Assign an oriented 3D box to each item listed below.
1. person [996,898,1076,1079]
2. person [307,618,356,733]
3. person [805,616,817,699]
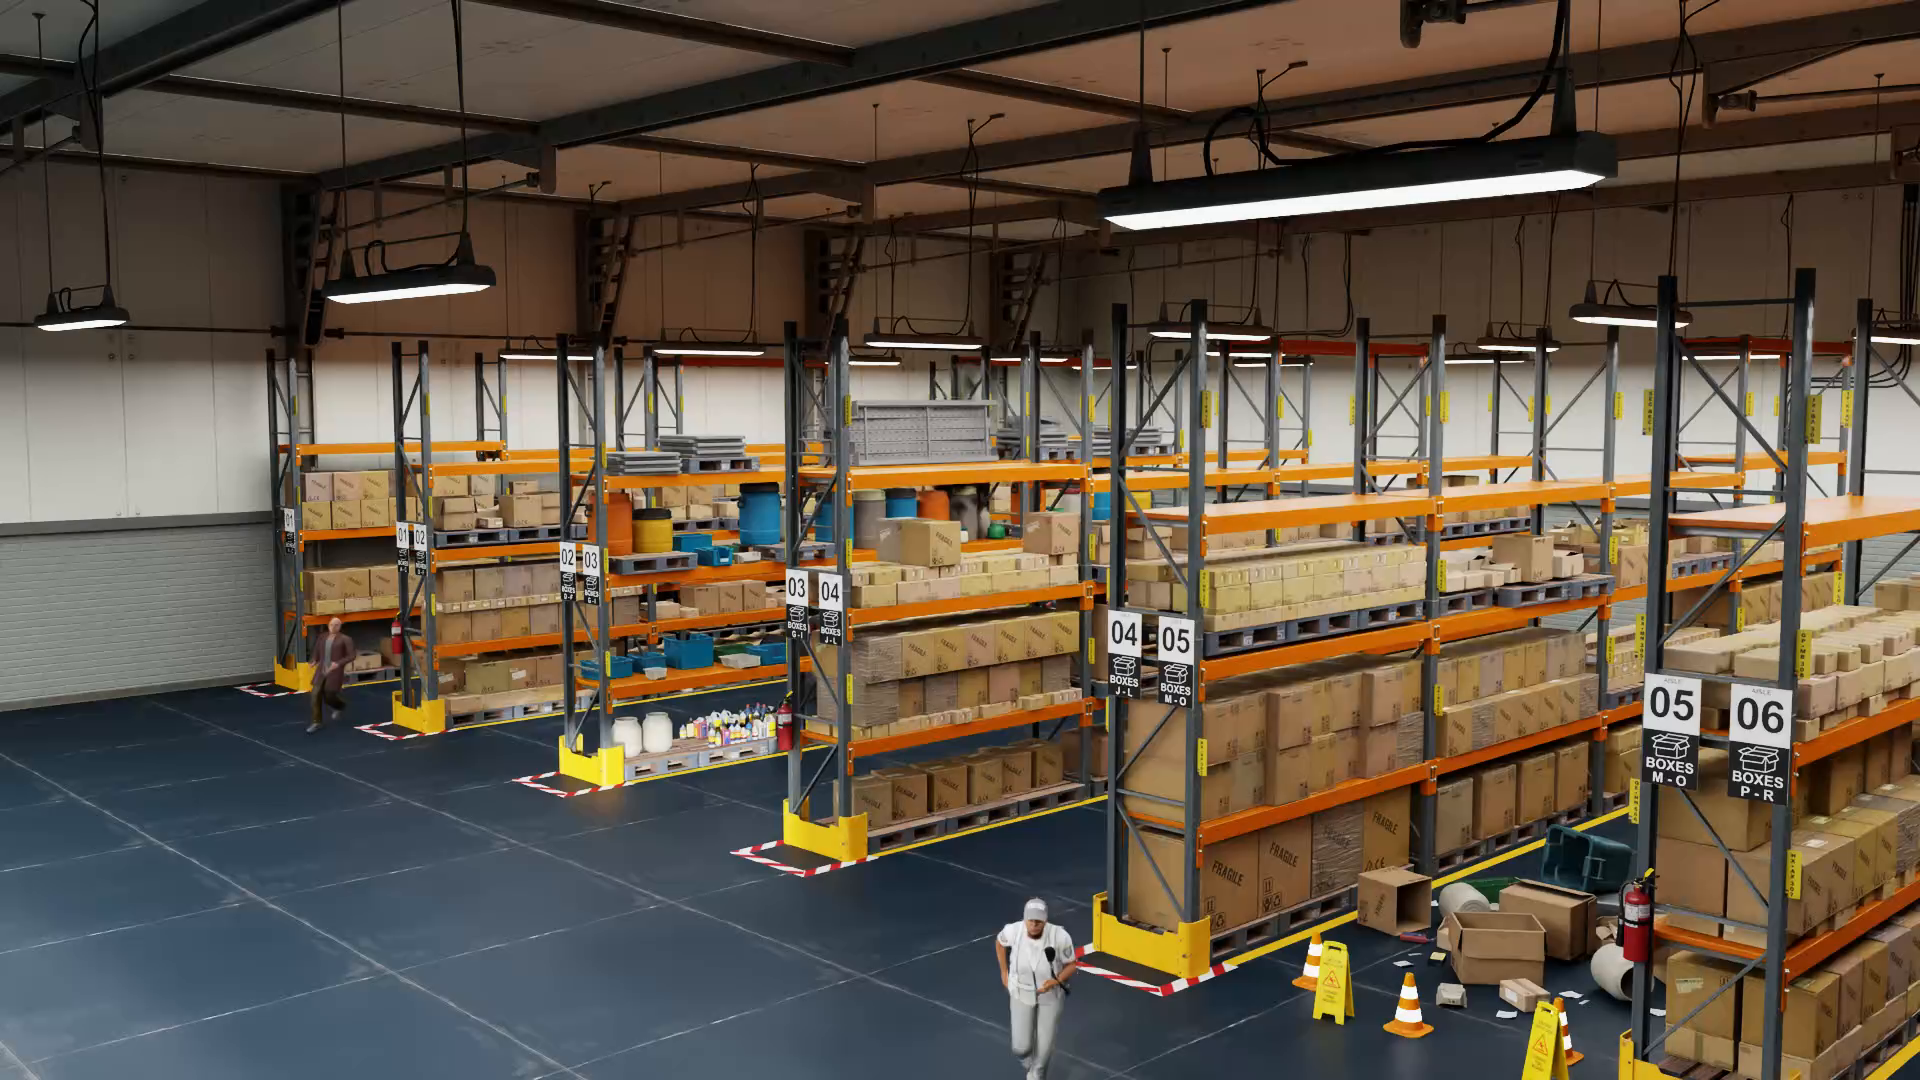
[{"bbox_3d":[0.548,3.345,12.099,0.594,1.599,0.683,0,5,4],"label":"person"},{"bbox_3d":[-9.739,2.071,25.844,0.753,1.743,0.898,1,5,10],"label":"person"},{"bbox_3d":[-2.698,1.878,28.007,0.657,1.808,0.797,3,6,30],"label":"person"}]
